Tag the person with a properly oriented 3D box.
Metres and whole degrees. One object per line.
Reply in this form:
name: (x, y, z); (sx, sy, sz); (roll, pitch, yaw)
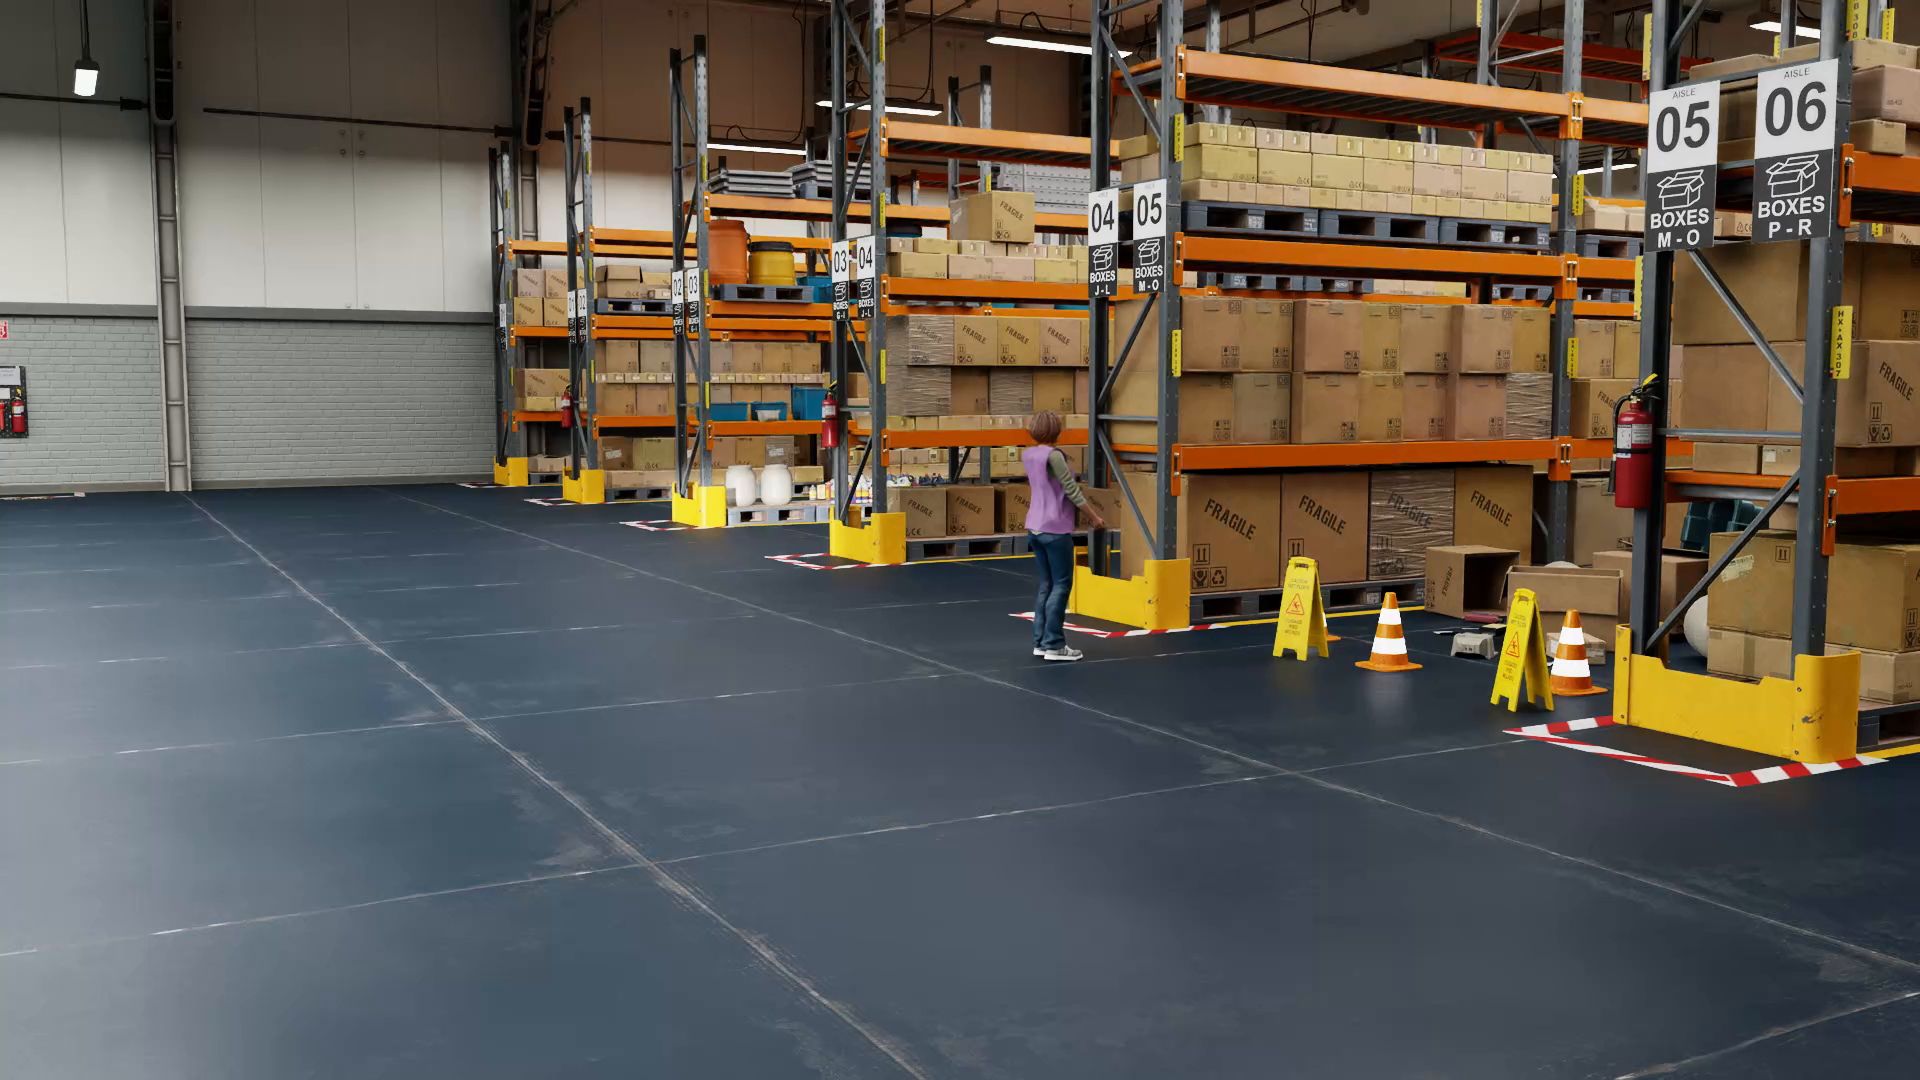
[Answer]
person: (0.658, -0.036, 10.641); (0.490, 1.595, 0.405); (-3, 6, -28)
